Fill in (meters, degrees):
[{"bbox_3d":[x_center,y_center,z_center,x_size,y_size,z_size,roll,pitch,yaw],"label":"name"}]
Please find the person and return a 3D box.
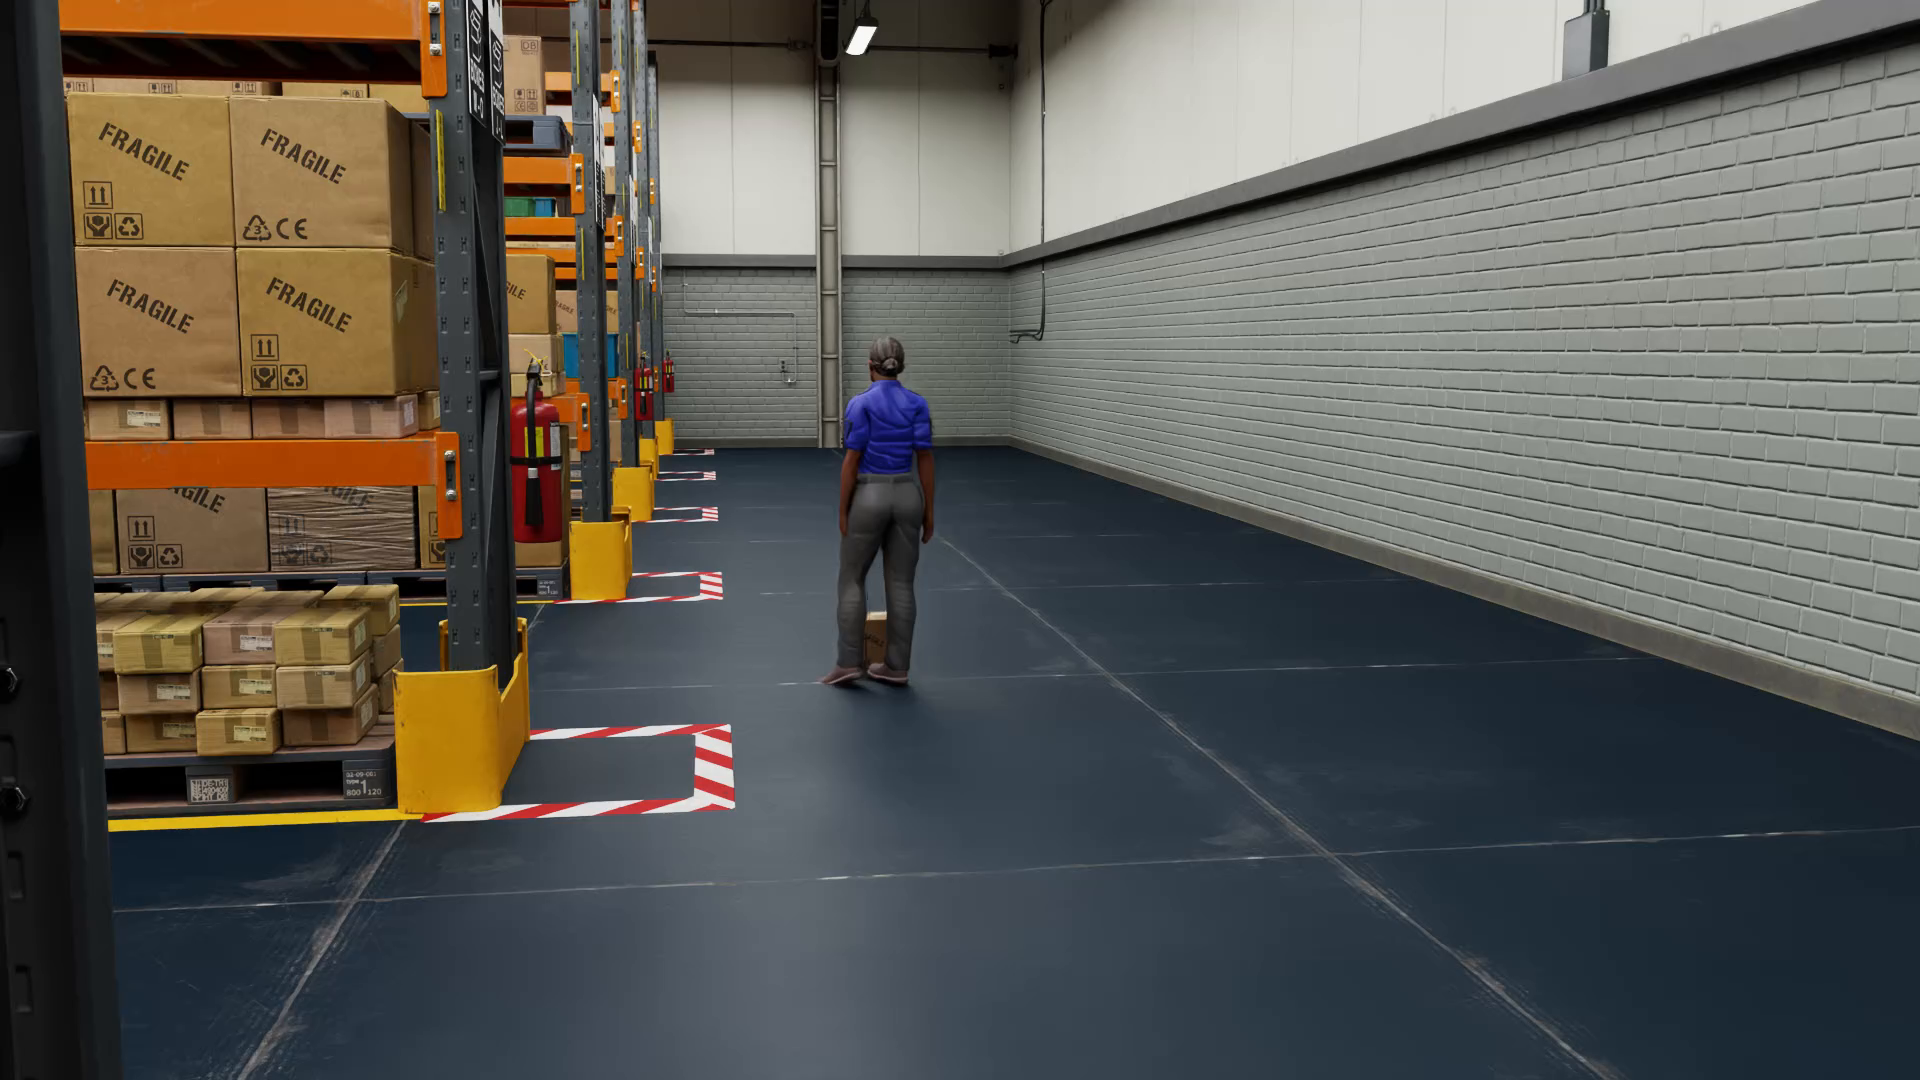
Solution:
[{"bbox_3d":[-0.398,-0.118,7.984,0.520,1.708,0.372,-3,7,-25],"label":"person"}]
